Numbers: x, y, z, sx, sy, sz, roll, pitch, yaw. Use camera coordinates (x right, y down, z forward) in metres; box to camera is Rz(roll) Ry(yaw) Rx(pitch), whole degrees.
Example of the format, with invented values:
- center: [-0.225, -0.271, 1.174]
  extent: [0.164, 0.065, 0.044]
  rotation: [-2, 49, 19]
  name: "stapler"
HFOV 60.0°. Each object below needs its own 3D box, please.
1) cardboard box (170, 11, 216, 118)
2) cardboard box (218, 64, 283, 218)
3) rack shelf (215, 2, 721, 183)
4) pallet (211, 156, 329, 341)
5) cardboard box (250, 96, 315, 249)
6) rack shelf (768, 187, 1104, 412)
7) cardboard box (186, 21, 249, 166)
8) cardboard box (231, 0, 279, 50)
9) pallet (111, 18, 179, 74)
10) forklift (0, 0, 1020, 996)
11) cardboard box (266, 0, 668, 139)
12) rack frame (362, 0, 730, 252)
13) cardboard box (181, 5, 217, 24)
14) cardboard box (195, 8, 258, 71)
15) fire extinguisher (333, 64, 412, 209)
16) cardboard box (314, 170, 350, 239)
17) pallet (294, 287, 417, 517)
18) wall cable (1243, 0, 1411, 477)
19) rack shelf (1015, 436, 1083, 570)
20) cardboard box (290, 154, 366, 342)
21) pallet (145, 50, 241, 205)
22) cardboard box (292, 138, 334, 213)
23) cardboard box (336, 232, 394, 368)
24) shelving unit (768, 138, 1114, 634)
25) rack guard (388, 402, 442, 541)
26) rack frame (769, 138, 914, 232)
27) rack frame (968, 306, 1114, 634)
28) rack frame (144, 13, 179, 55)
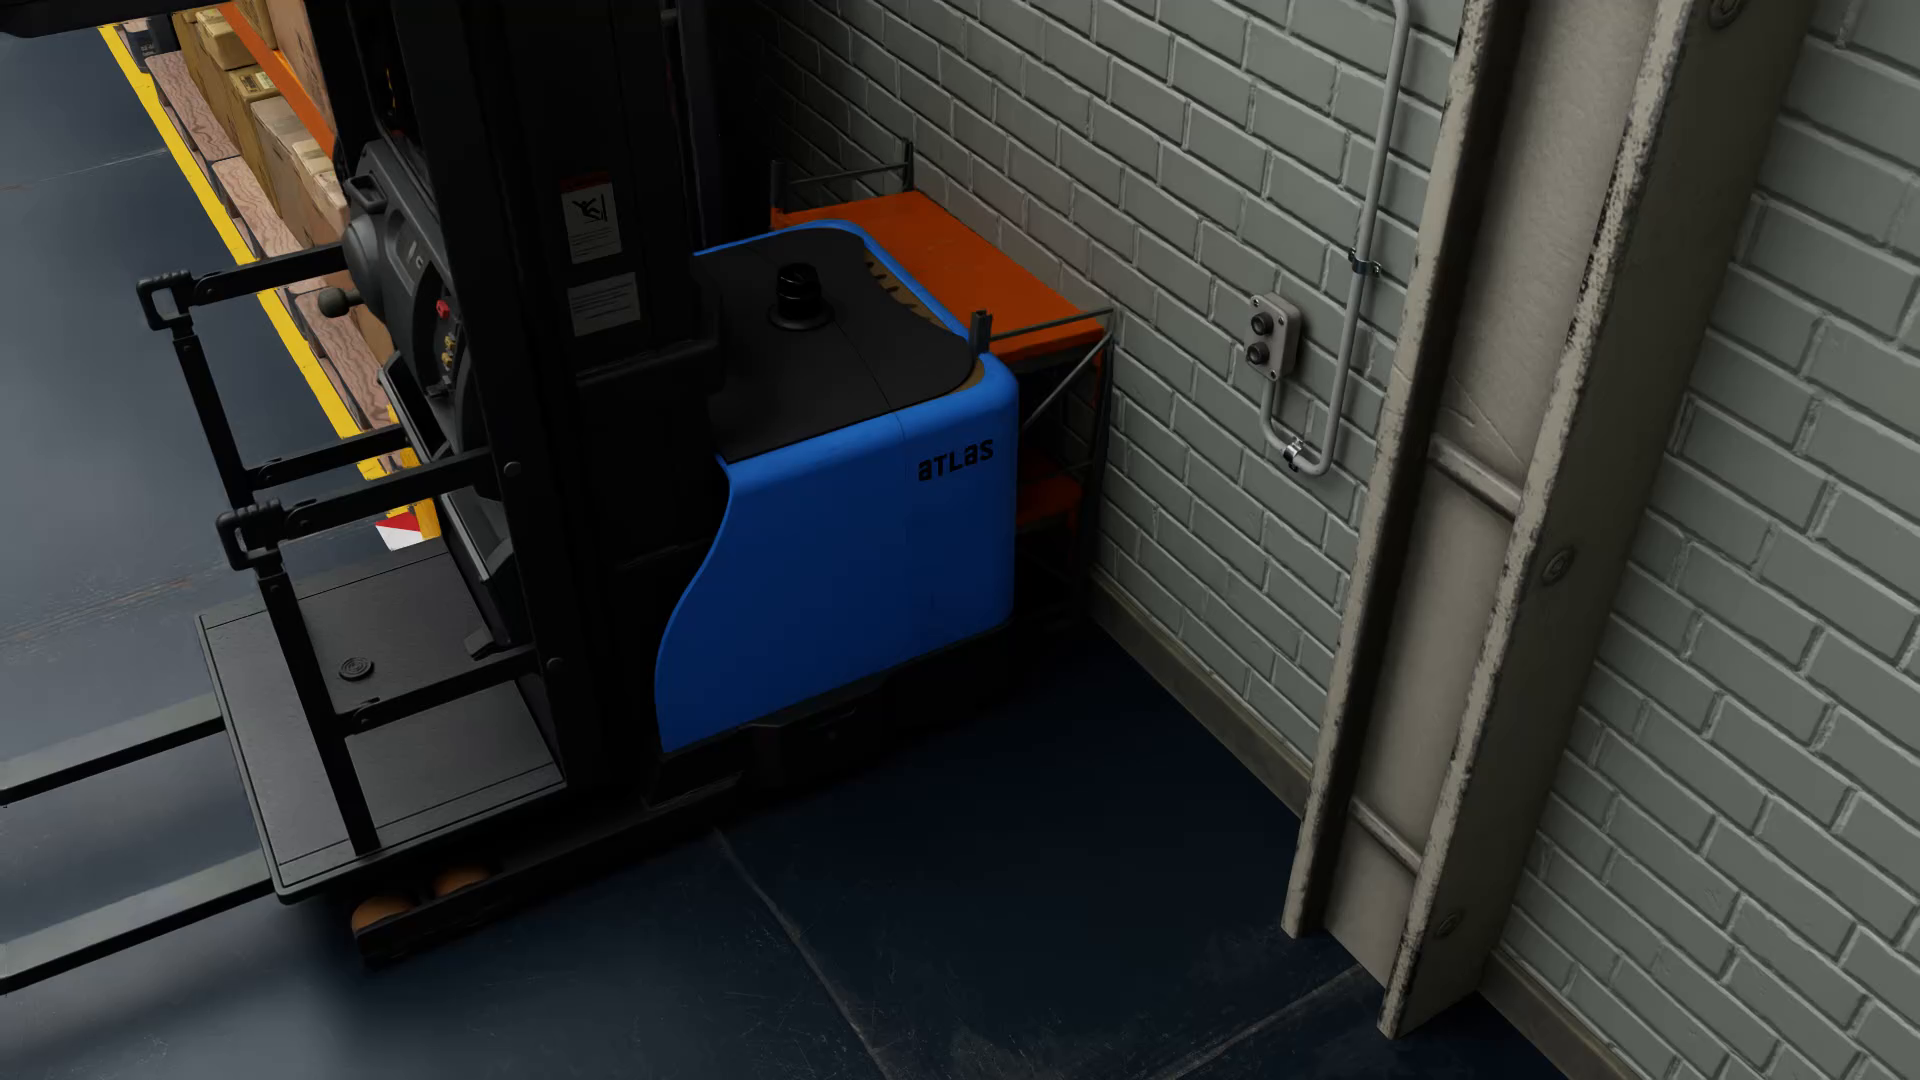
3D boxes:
- center: [-2.992, -2.229, 7.207]
  extent: [0.700, 0.500, 0.500]
  rotation: [-22, 44, -24]
  name: "cardboard box"
- center: [-2.450, -1.679, 6.547]
  extent: [0.700, 0.500, 0.500]
  rotation: [-21, 44, -23]
  name: "cardboard box"
- center: [-2.232, -2.111, 6.003]
  extent: [1.077, 0.370, 4.000]
  rotation: [-22, 45, -24]
  name: "rack shelf"
- center: [-2.304, -1.300, 6.645]
  extent: [1.003, 0.211, 1.213]
  rotation: [-22, 45, -24]
  name: "pallet"
- center: [-2.157, -1.394, 6.204]
  extent: [0.700, 0.500, 0.500]
  rotation: [-24, 45, -26]
  name: "cardboard box"
- center: [-0.066, -0.657, 4.679]
  extent: [0.538, 0.278, 1.000]
  rotation: [-17, 41, -30]
  name: "rack shelf"
- center: [-2.724, -1.957, 6.880]
  extent: [0.700, 0.500, 0.500]
  rotation: [-23, 45, -25]
  name: "cardboard box"
- center: [-1.840, -2.084, 5.174]
  extent: [0.980, 0.700, 0.700]
  rotation: [-23, 45, -25]
  name: "cardboard box"
- center: [-3.786, -2.787, 8.429]
  extent: [1.003, 0.211, 1.213]
  rotation: [-22, 45, -24]
  name: "pallet"
- center: [-1.378, -0.500, 3.560]
  extent: [3.031, 2.935, 1.130]
  rotation: [-20, 44, -22]
  name: "forklift"
- center: [-1.439, -1.695, 4.707]
  extent: [0.980, 0.700, 0.700]
  rotation: [-20, 44, -23]
  name: "cardboard box"
- center: [-1.156, -1.308, 4.477]
  extent: [1.000, 3.000, 0.127]
  rotation: [-22, 45, -24]
  name: "rack frame"
- center: [-2.961, -2.231, 6.702]
  extent: [0.380, 0.149, 0.250]
  rotation: [-21, 44, -23]
  name: "cardboard box"
- center: [-2.680, -1.949, 6.364]
  extent: [0.380, 0.149, 0.250]
  rotation: [-23, 45, -26]
  name: "cardboard box"
- center: [-1.464, -0.895, 4.333]
  extent: [0.296, 0.674, 0.183]
  rotation: [-22, 45, -24]
  name: "fire extinguisher"
- center: [-1.840, -1.109, 5.355]
  extent: [0.380, 0.149, 0.250]
  rotation: [-23, 45, -25]
  name: "cardboard box"
- center: [-1.652, -0.642, 5.855]
  extent: [1.003, 0.211, 1.213]
  rotation: [-22, 45, -24]
  name: "pallet"
- center: [0.330, -1.333, 3.713]
  extent: [0.084, 1.984, 1.851]
  rotation: [-22, 45, -24]
  name: "wall cable"
- center: [-0.116, -0.218, 4.985]
  extent: [0.538, 0.278, 1.000]
  rotation: [-17, 41, -30]
  name: "rack shelf"
- center: [-1.886, -1.123, 5.879]
  extent: [0.700, 0.500, 0.500]
  rotation: [-22, 45, -25]
  name: "cardboard box"
- center: [-2.964, -1.959, 7.436]
  extent: [1.003, 0.211, 1.213]
  rotation: [-22, 45, -24]
  name: "pallet"
- center: [-1.978, -1.246, 5.520]
  extent: [0.380, 0.149, 0.250]
  rotation: [-21, 44, -23]
  name: "cardboard box"
- center: [-1.617, -0.853, 5.555]
  extent: [0.700, 0.500, 0.500]
  rotation: [-22, 45, -24]
  name: "cardboard box"
- center: [-0.093, -0.418, 4.846]
  extent: [0.538, 1.125, 1.048]
  rotation: [-17, 41, -30]
  name: "shelving unit"
- center: [-1.144, -0.335, 5.262]
  extent: [1.175, 0.500, 0.348]
  rotation: [-22, 45, -24]
  name: "rack guard"
- center: [-0.377, -0.680, 5.176]
  extent: [0.500, 1.125, 0.032]
  rotation: [-17, 41, -30]
  name: "rack frame"
- center: [0.191, -0.156, 4.515]
  extent: [0.500, 1.125, 0.032]
  rotation: [-17, 41, -30]
  name: "rack frame"
- center: [-3.307, -3.467, 7.068]
  extent: [1.000, 3.000, 0.127]
  rotation: [-22, 45, -24]
  name: "rack frame"
